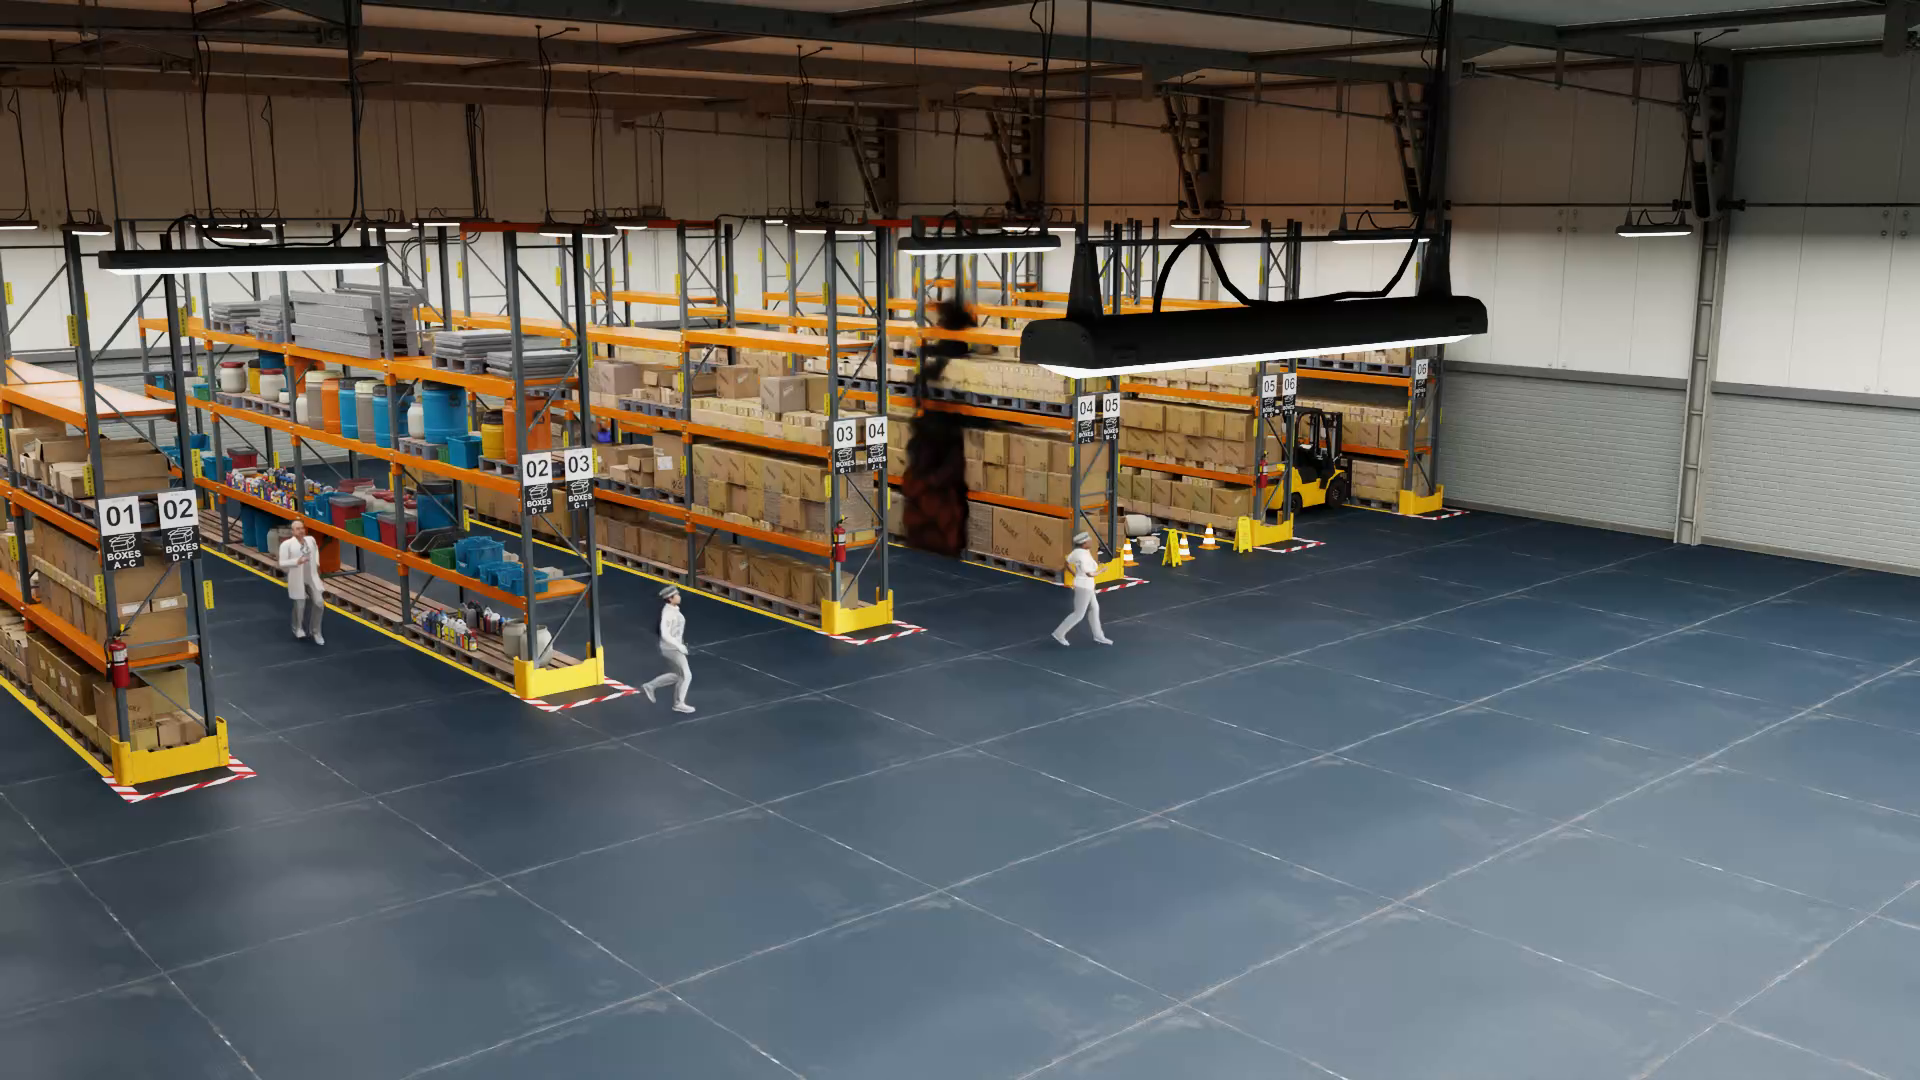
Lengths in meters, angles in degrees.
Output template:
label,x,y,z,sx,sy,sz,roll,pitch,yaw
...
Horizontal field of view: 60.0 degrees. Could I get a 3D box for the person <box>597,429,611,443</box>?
label,x,y,z,sx,sy,sz,roll,pitch,yaw
person,-7.942,-1.772,37.035,0.521,1.411,0.581,-9,15,-39

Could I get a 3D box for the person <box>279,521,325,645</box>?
label,x,y,z,sx,sy,sz,roll,pitch,yaw
person,-9.580,0.631,24.281,0.685,1.844,0.794,-10,15,-42

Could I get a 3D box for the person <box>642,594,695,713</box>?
label,x,y,z,sx,sy,sz,roll,pitch,yaw
person,-3.684,1.392,20.963,0.627,1.611,0.651,-2,12,-10

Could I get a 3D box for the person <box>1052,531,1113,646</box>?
label,x,y,z,sx,sy,sz,roll,pitch,yaw
person,1.778,0.703,23.978,0.922,1.698,0.579,-1,11,-4
